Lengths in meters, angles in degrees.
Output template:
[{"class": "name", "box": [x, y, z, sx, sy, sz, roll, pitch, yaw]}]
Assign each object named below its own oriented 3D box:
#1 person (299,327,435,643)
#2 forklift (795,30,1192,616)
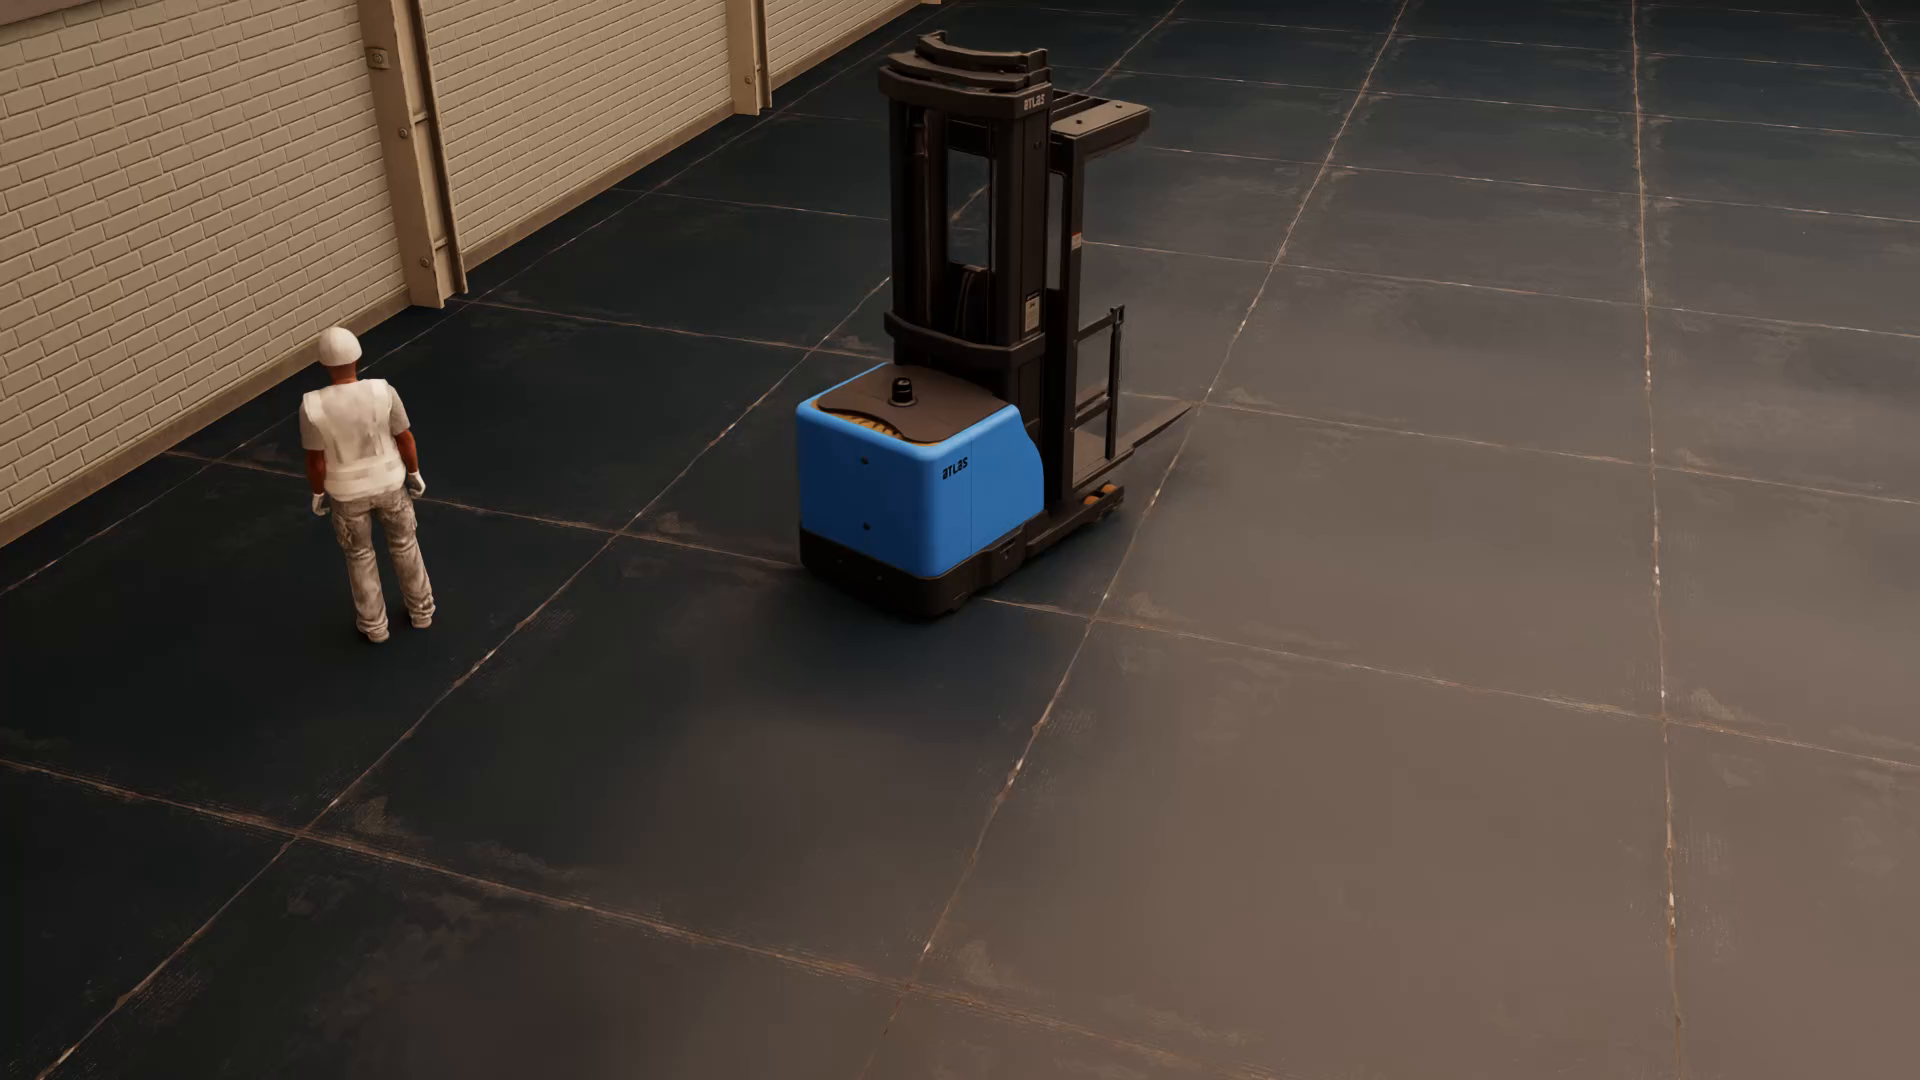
[{"class": "person", "box": [-3.148, -0.297, 8.815, 0.582, 1.789, 0.377, -14, 33, -23]}, {"class": "forklift", "box": [0.372, -1.516, 9.796, 1.130, 2.935, 3.031, 21, 36, 33]}]
